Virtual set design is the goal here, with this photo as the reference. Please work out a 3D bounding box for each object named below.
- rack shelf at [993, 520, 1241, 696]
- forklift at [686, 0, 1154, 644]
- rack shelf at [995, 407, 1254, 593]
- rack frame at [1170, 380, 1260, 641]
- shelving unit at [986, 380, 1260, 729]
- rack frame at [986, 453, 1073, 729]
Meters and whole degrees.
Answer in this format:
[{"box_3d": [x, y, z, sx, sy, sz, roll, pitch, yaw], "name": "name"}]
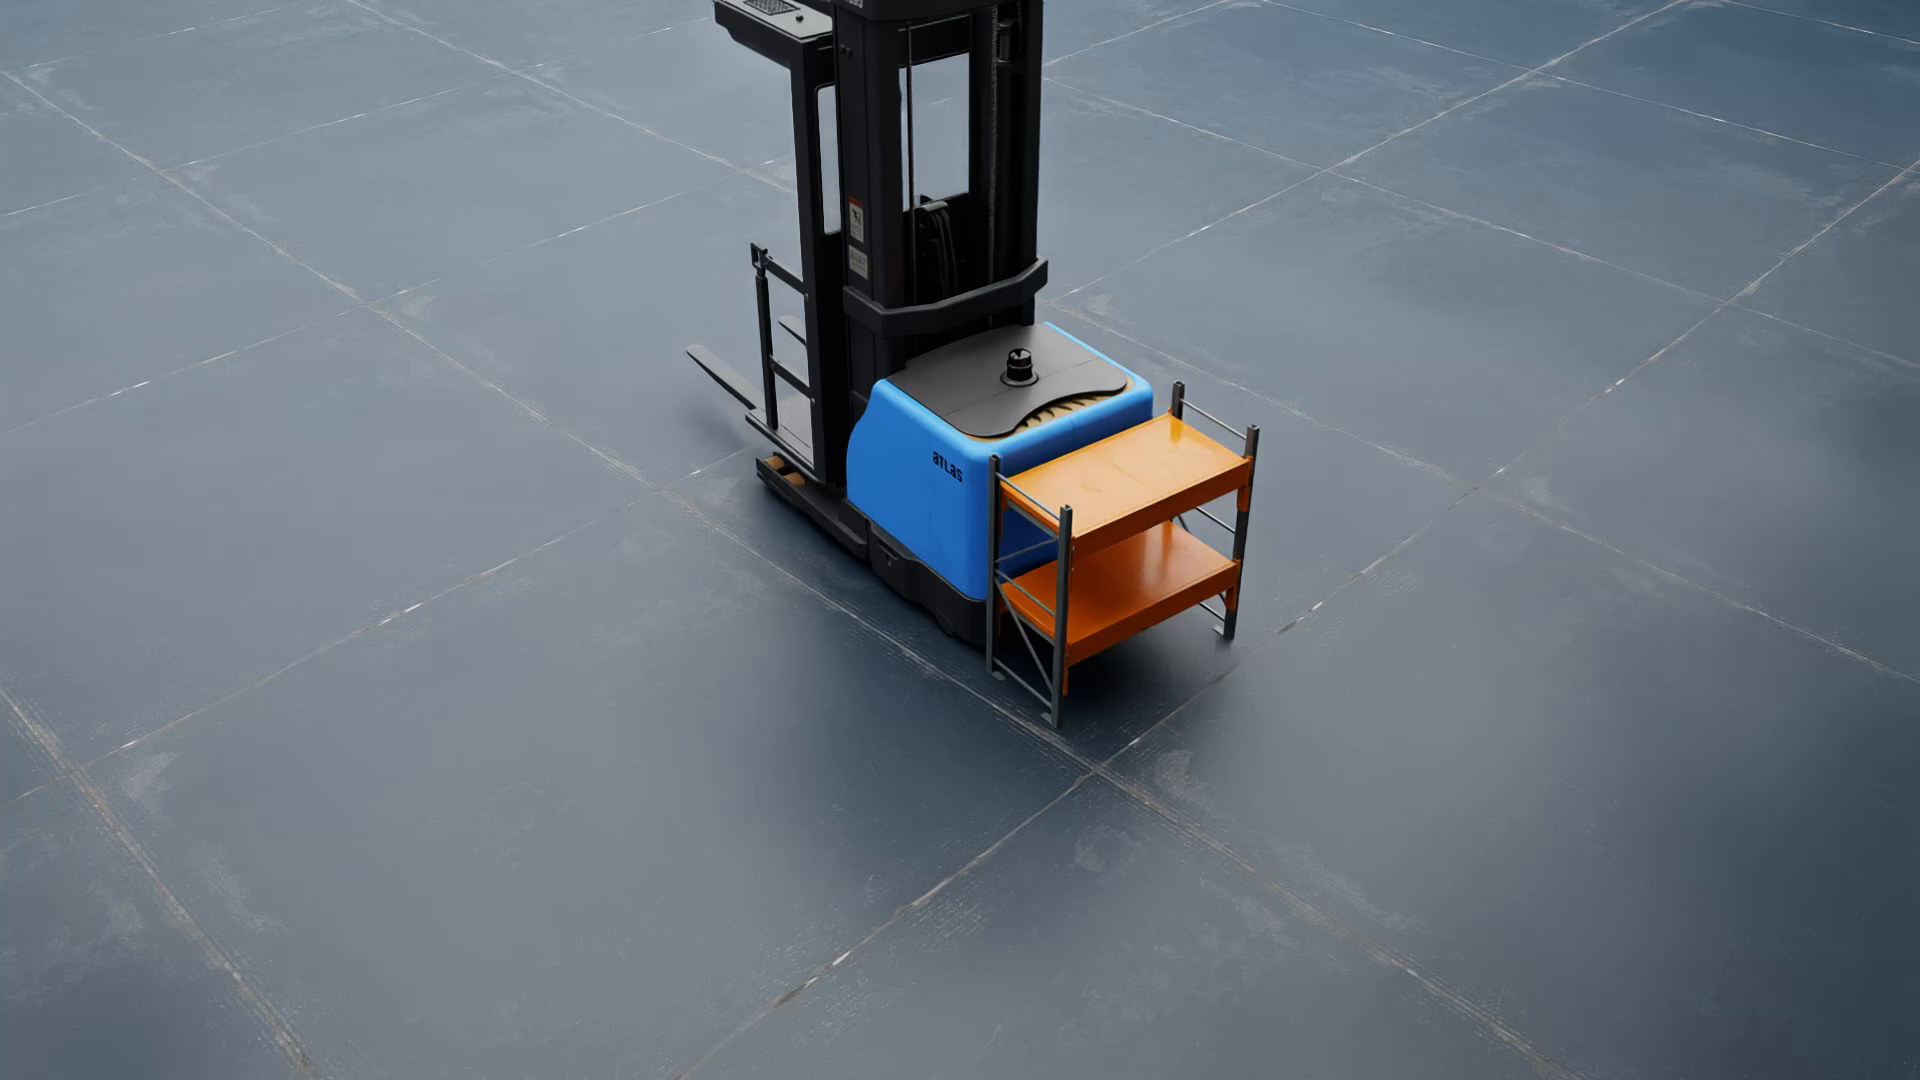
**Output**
[{"box_3d": [0.685, 0.254, 7.329, 1.000, 0.278, 0.538, -23, 41, -29], "name": "rack shelf"}, {"box_3d": [-0.395, -1.526, 7.876, 1.130, 2.935, 3.031, -23, 41, -29], "name": "forklift"}, {"box_3d": [0.686, -0.186, 7.021, 1.000, 0.278, 0.538, -23, 41, -29], "name": "rack shelf"}, {"box_3d": [1.094, -0.120, 7.438, 0.032, 1.125, 0.500, -23, 41, -29], "name": "rack frame"}, {"box_3d": [0.686, 0.053, 7.189, 1.048, 1.125, 0.538, -23, 41, -29], "name": "shelving unit"}, {"box_3d": [0.278, 0.227, 6.940, 0.032, 1.125, 0.500, -23, 41, -29], "name": "rack frame"}]
